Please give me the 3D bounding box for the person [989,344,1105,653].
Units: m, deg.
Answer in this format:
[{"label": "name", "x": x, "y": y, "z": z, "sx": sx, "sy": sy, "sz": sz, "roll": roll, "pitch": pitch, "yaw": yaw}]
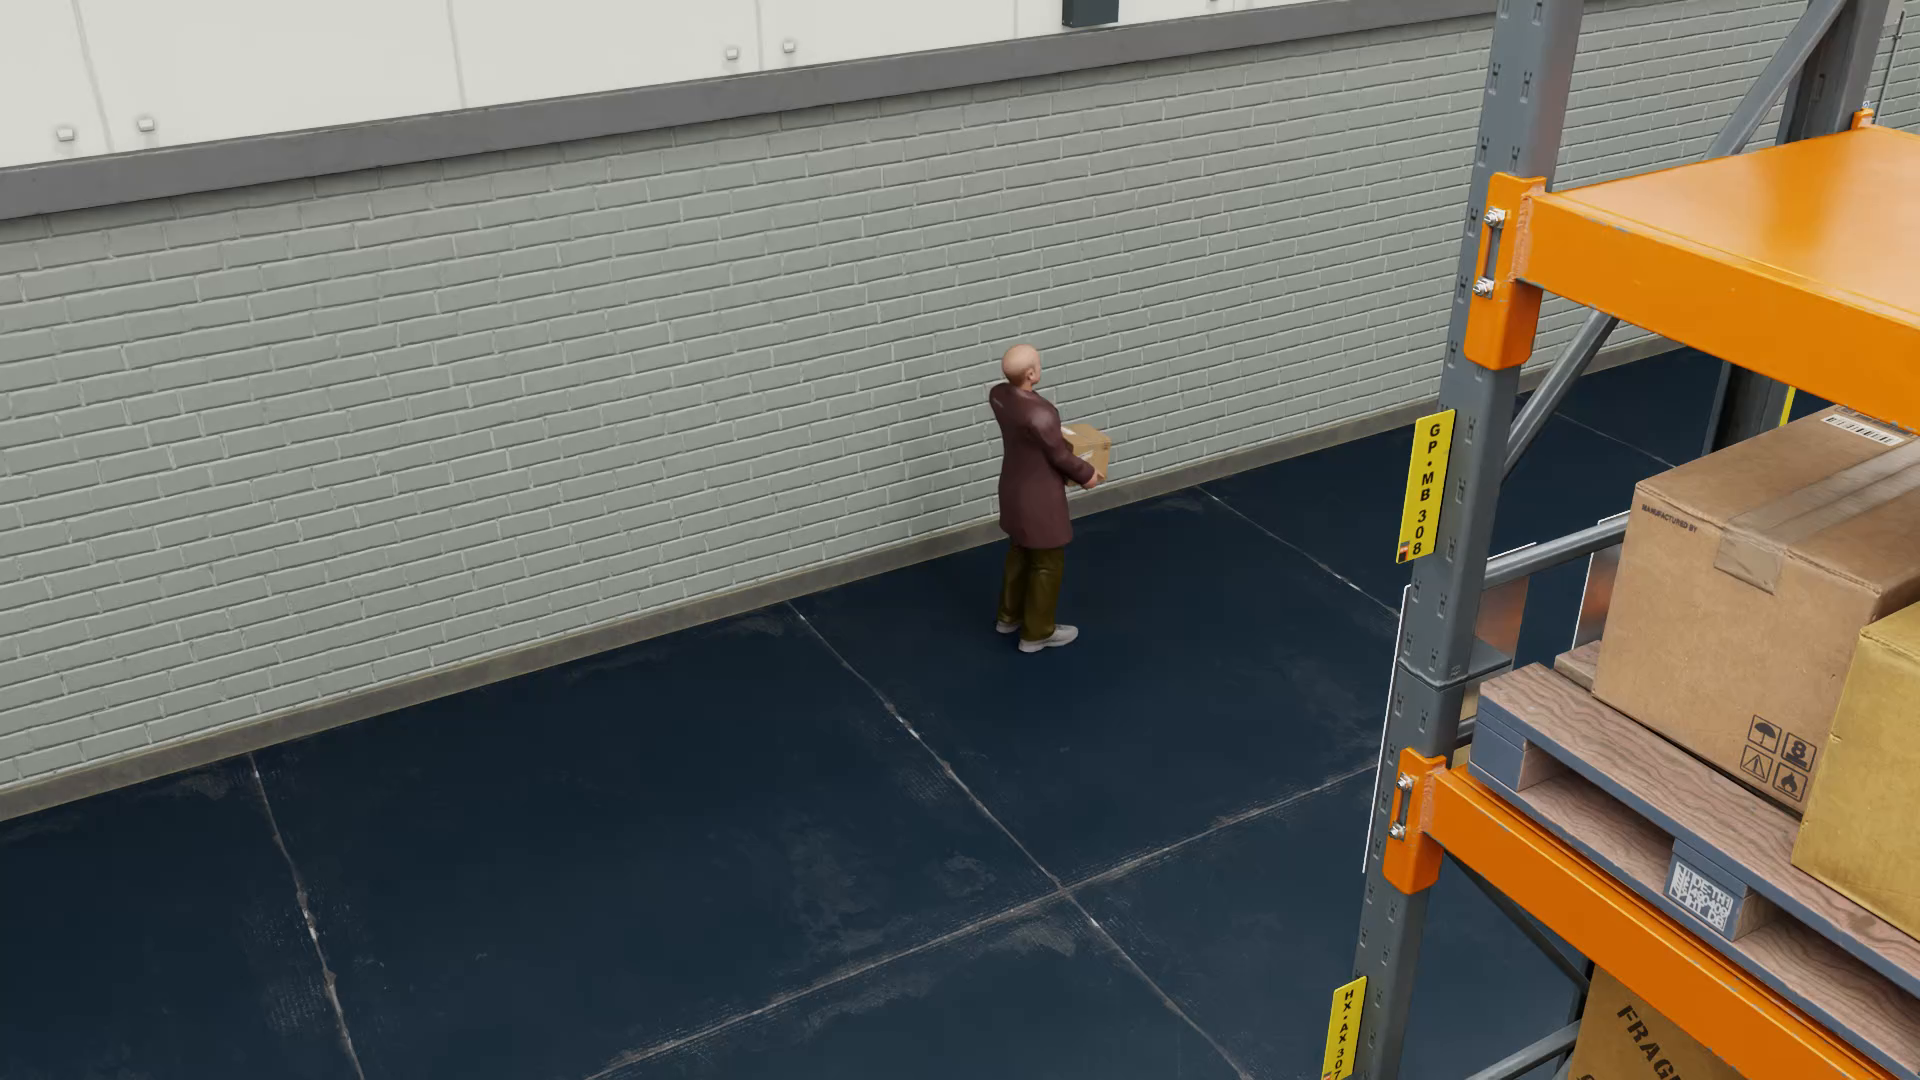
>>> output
[{"label": "person", "x": 0.474, "y": -0.264, "z": 9.076, "sx": 0.555, "sy": 1.769, "sz": 0.530, "roll": -15, "pitch": 32, "yaw": -26}]
